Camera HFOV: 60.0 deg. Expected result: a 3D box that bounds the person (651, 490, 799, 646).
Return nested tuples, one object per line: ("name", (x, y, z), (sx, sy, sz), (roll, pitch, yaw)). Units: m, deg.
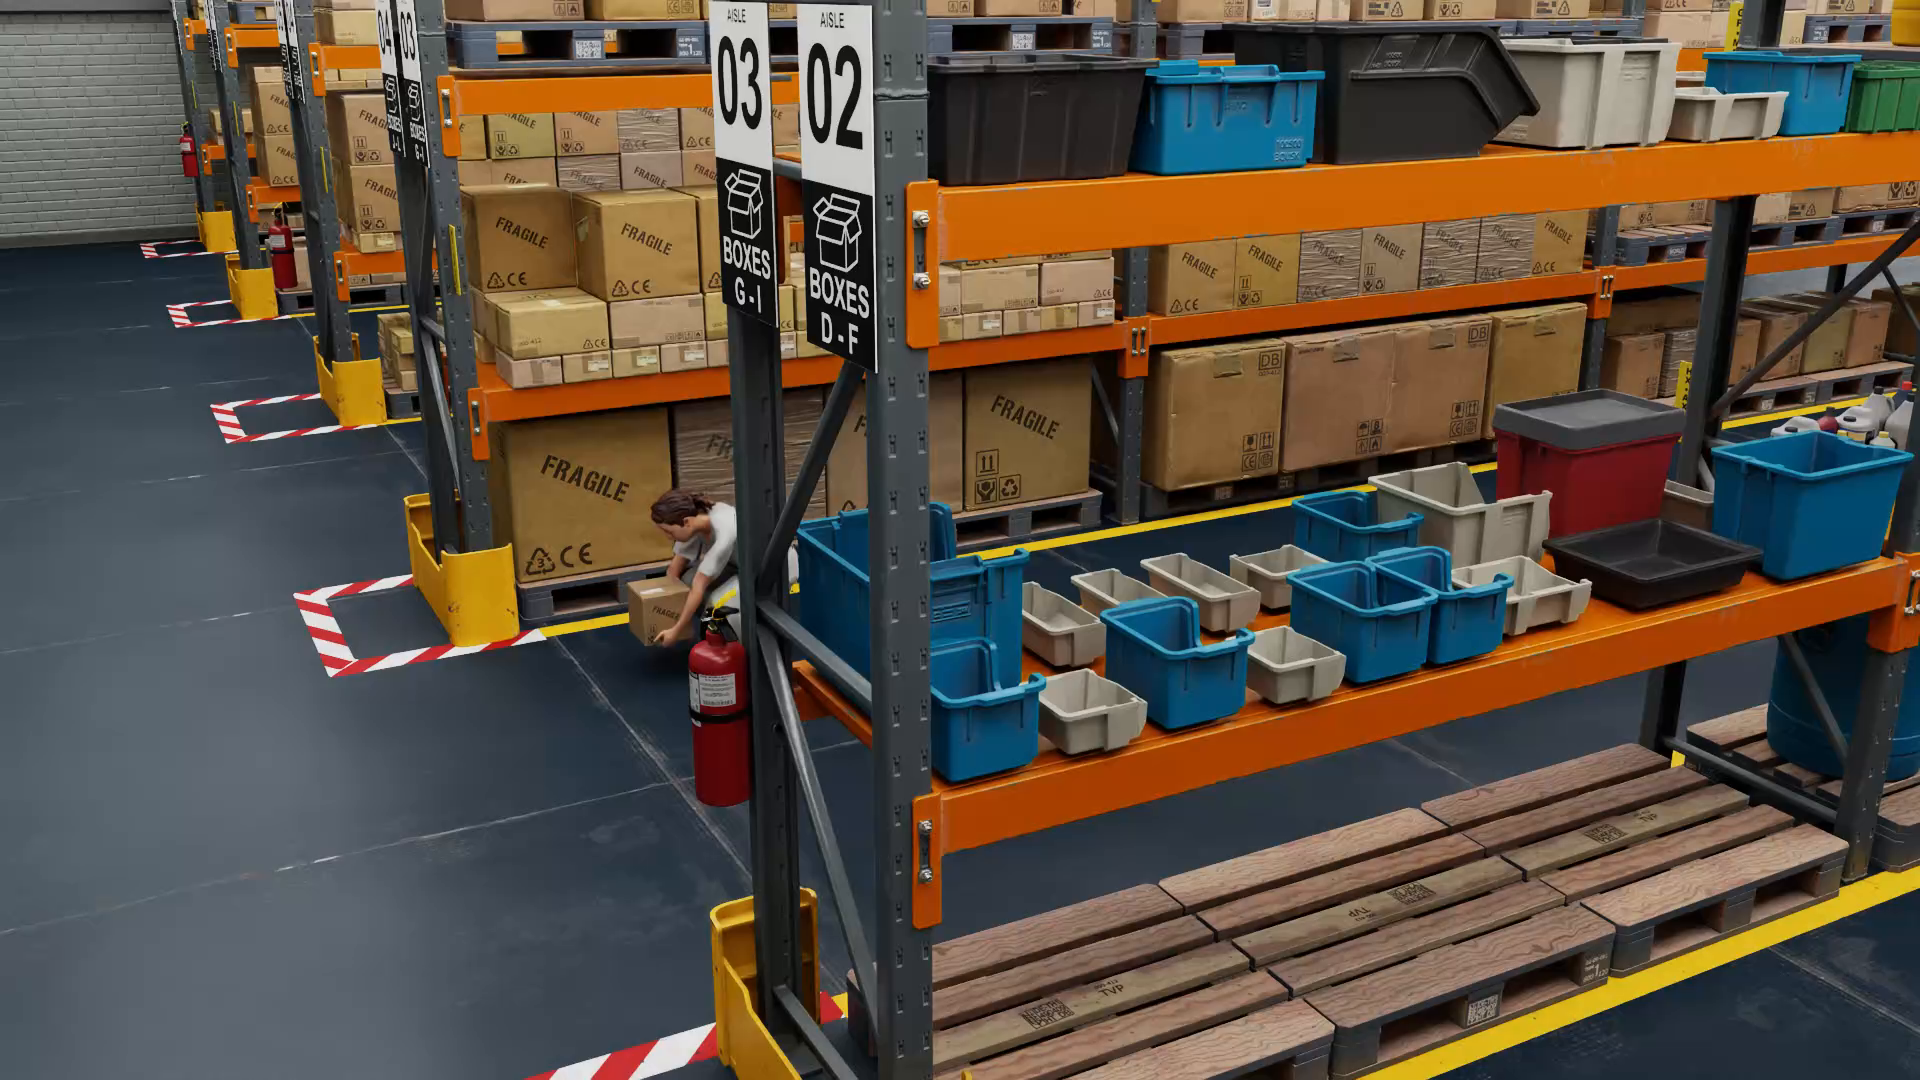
("person", (-1.178, 0.162, 8.235), (0.820, 0.948, 0.454), (-10, 21, -28))
